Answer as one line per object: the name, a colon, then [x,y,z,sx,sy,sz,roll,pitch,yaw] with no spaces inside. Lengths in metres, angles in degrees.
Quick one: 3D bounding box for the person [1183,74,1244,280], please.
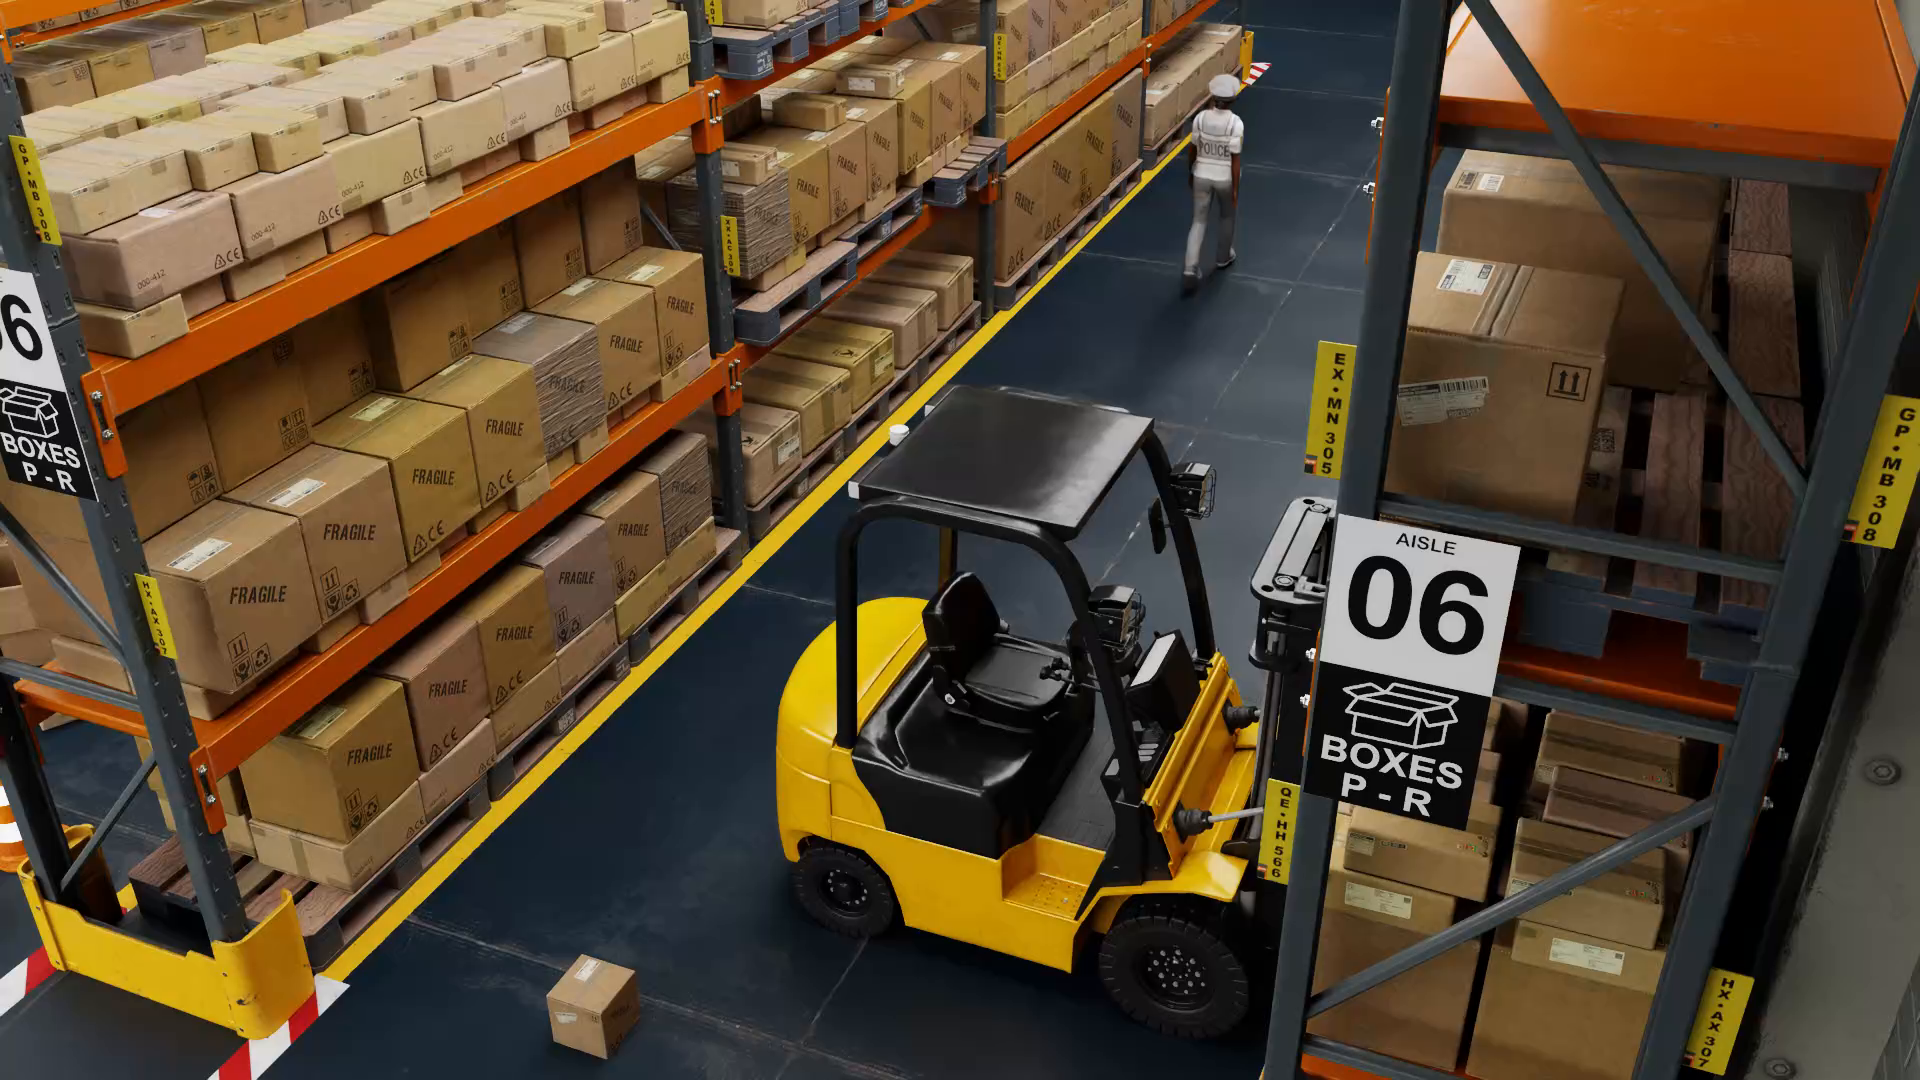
person: [2.054,-2.947,13.495,0.476,1.649,0.953,11,32,18]
